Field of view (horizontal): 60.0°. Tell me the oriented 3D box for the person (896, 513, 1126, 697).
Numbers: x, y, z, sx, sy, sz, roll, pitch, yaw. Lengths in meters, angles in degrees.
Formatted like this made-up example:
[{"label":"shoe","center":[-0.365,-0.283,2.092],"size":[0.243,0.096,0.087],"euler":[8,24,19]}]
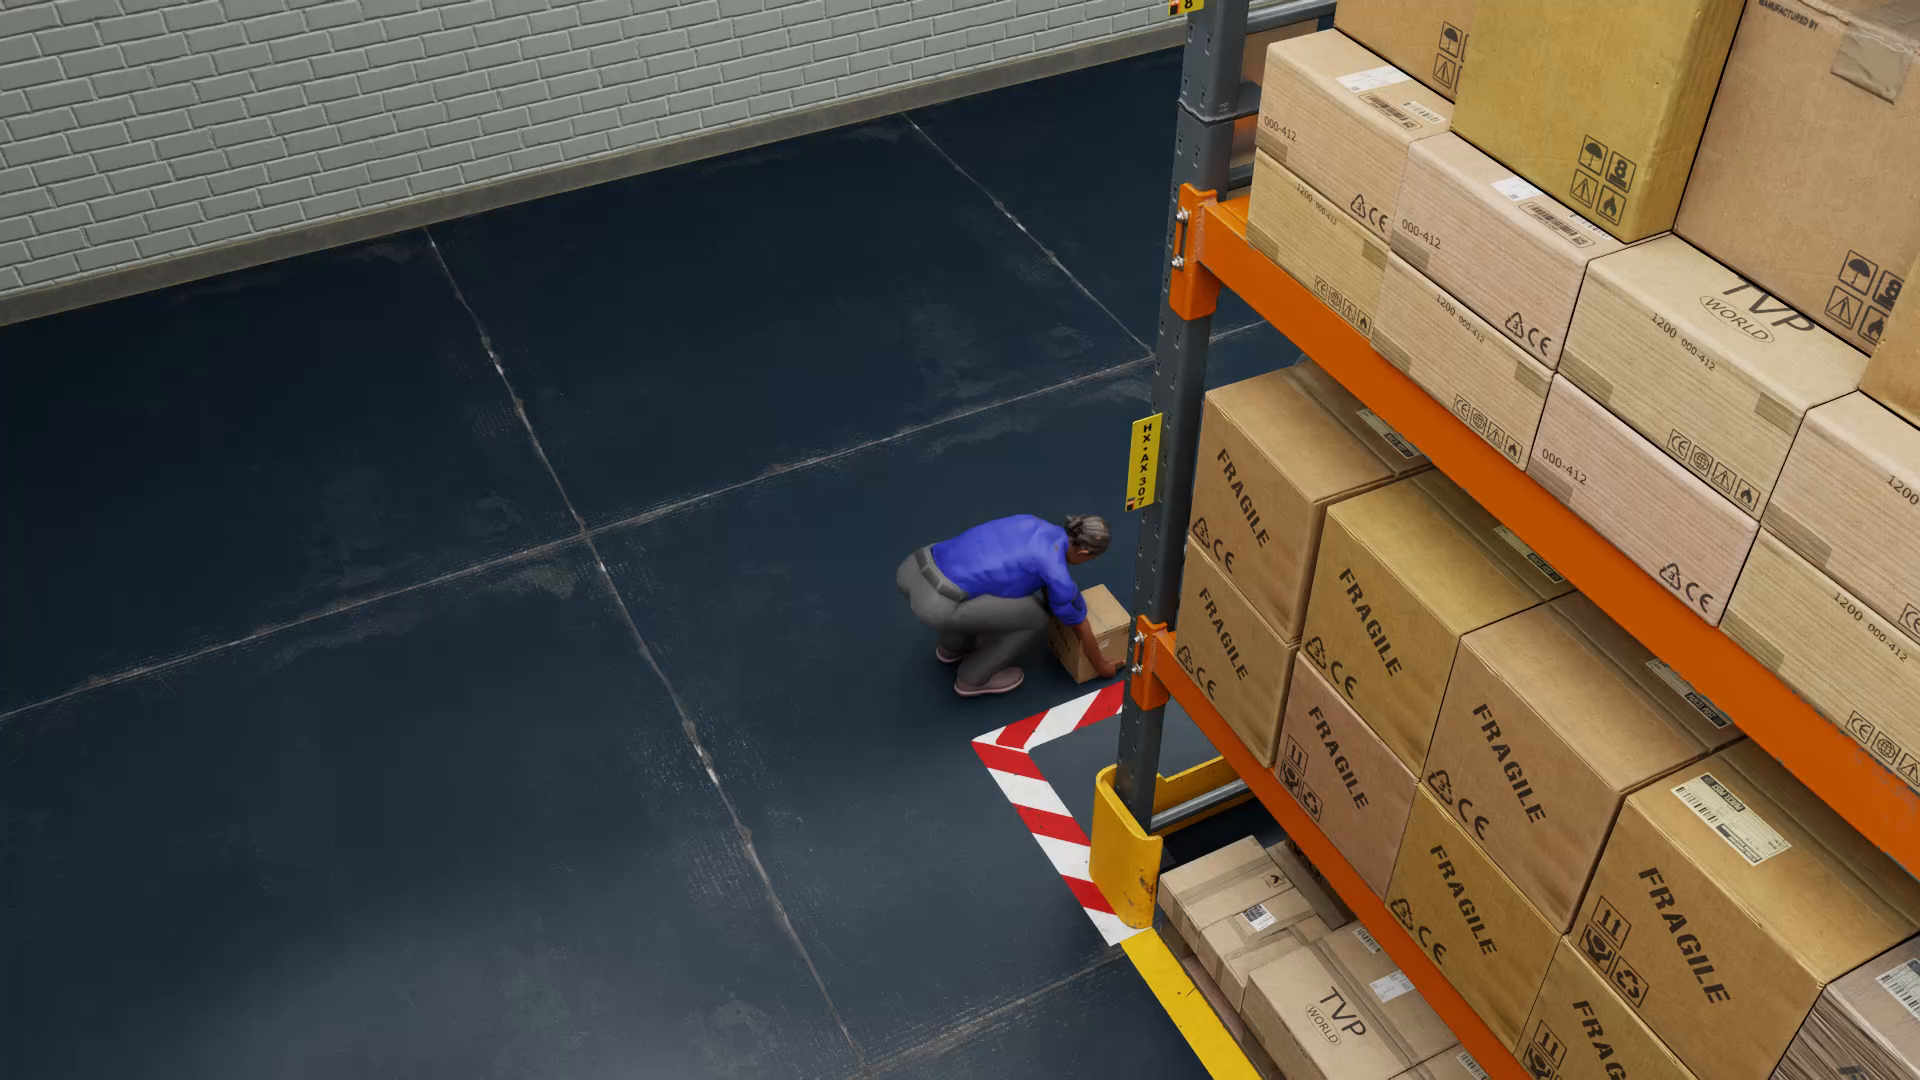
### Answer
[{"label":"person","center":[0.190,0.246,6.597],"size":[0.876,0.747,0.496],"euler":[-16,44,-17]}]
